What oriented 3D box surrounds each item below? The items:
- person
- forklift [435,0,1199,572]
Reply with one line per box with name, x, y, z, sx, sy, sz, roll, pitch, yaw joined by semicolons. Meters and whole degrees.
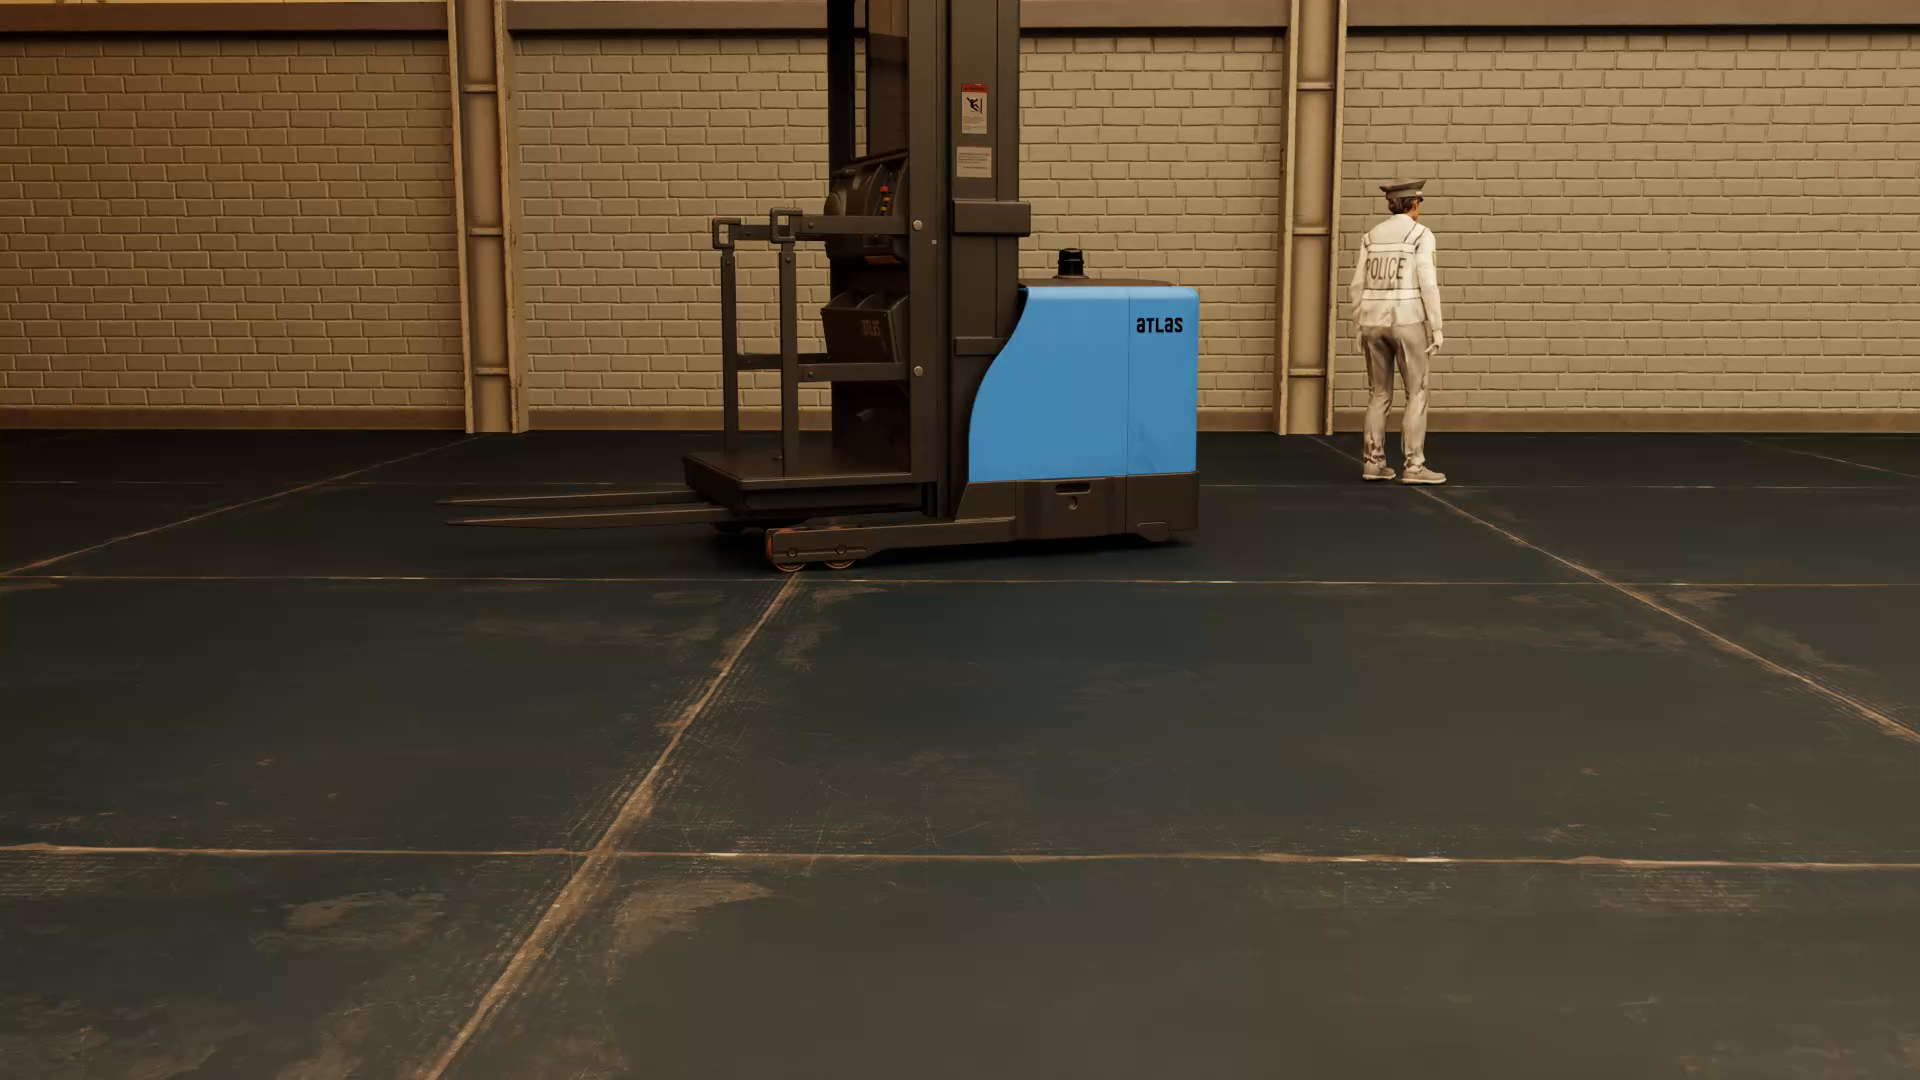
person;2.402;-1.149;9.142;0.374;1.664;0.547;-8;12;-43
forklift;-0.569;-1.416;6.694;3.031;2.935;1.130;-3;9;-20
